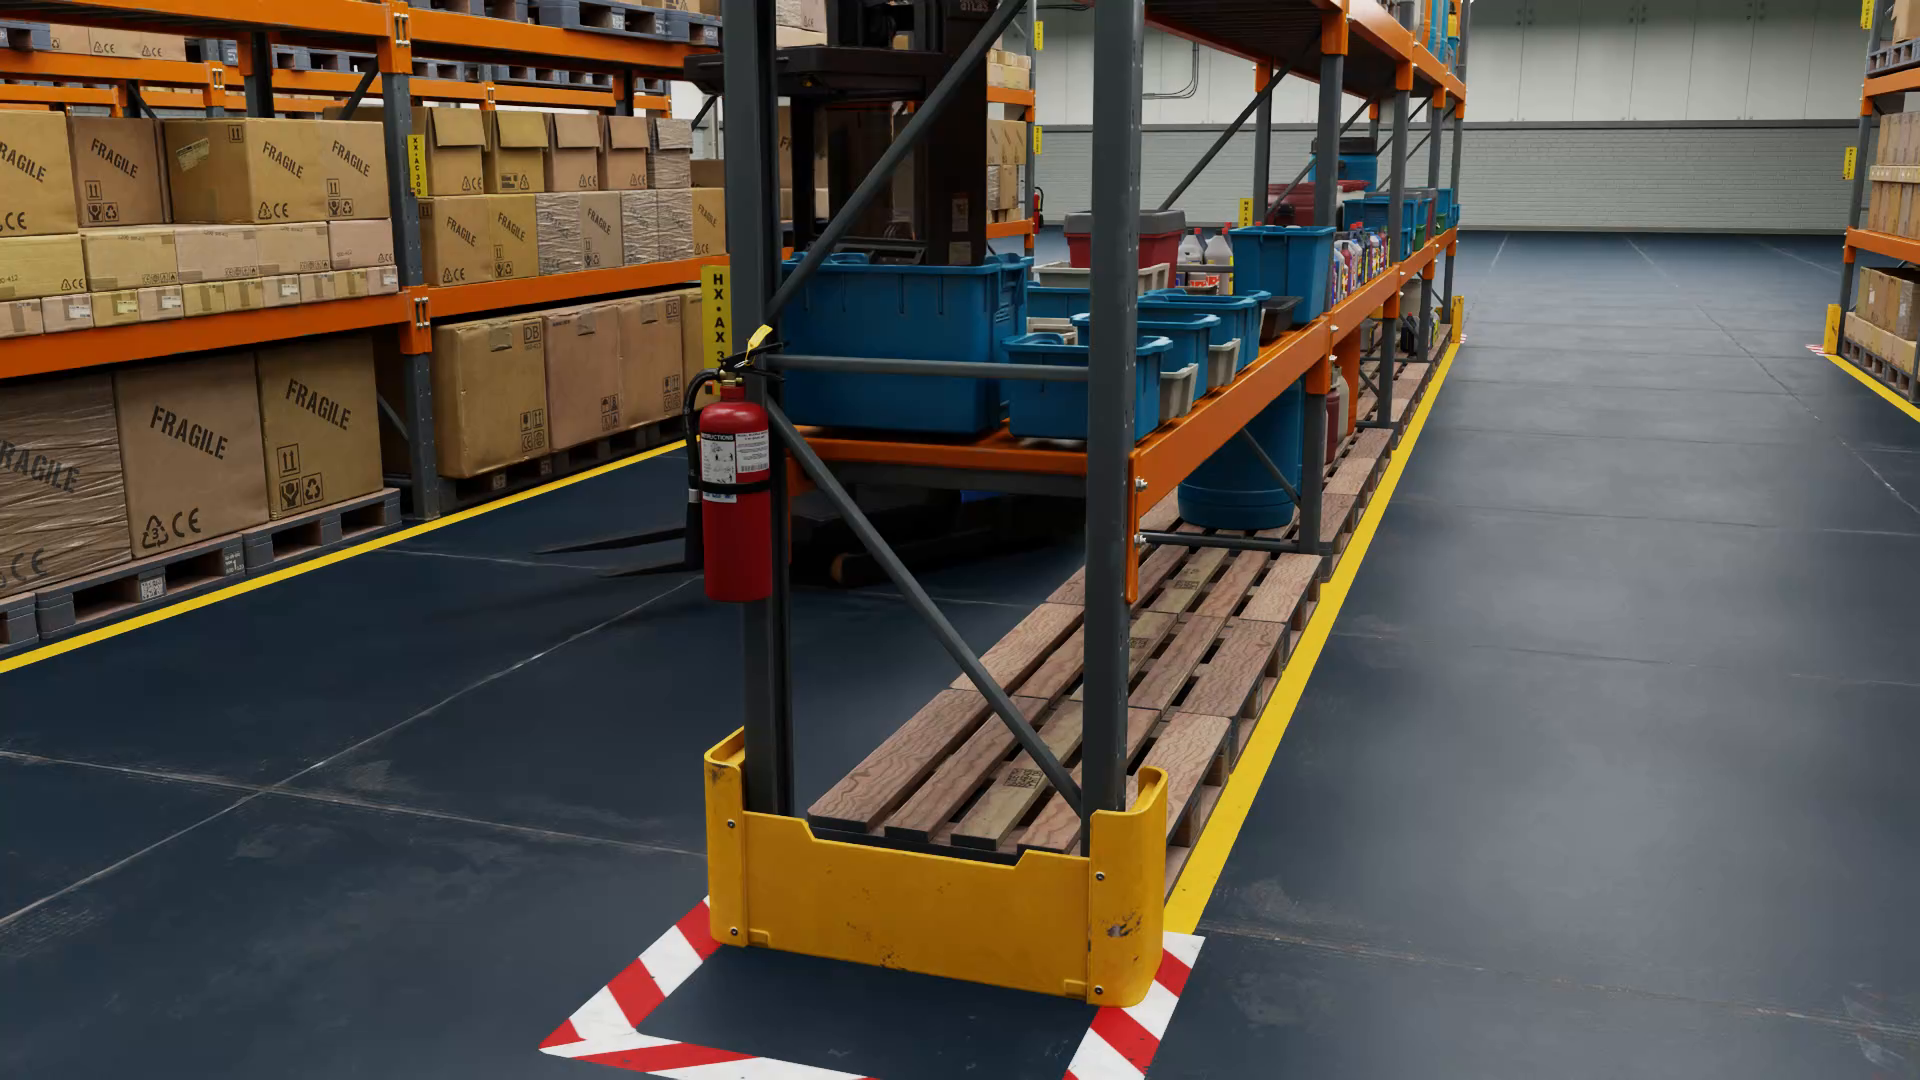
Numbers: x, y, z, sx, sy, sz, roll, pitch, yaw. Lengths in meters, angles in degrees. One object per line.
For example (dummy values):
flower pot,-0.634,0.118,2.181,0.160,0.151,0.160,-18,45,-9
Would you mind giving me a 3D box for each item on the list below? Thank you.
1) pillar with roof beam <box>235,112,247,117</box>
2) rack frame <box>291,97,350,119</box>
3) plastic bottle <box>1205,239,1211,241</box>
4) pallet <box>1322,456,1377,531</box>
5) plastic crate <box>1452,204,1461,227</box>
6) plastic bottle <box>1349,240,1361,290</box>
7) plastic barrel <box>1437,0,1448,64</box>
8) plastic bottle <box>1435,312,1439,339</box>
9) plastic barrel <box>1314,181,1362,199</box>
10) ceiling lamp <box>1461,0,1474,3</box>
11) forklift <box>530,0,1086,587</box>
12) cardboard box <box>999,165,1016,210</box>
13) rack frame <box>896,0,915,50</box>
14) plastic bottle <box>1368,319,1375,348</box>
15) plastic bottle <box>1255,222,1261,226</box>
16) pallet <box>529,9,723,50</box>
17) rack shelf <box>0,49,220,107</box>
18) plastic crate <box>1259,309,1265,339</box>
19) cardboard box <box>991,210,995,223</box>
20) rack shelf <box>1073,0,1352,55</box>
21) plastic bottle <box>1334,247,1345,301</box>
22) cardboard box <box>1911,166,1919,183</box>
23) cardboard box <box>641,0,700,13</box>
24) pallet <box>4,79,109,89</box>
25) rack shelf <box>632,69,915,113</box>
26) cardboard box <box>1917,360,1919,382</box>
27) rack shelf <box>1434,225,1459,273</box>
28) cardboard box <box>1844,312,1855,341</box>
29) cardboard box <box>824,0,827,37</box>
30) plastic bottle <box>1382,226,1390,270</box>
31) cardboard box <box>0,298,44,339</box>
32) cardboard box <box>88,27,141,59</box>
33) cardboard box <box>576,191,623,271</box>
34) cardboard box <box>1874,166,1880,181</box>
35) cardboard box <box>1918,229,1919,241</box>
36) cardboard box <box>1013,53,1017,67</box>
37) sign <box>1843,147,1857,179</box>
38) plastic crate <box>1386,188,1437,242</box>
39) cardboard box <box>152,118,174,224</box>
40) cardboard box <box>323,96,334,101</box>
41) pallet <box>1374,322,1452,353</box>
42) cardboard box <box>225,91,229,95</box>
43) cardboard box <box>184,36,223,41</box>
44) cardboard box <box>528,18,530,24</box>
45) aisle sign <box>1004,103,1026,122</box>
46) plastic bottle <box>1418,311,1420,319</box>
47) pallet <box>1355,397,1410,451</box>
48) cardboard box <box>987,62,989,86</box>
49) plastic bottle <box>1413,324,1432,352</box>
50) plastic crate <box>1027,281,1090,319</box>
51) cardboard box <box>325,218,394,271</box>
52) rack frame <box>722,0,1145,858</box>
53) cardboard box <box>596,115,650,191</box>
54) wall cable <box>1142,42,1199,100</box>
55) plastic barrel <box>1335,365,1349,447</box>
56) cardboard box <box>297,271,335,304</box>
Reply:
pillar with roof beam,-8.723,-9.002,28.203,9.100,9.000,0.400,4,14,18
rack frame,-8.962,-4.848,23.490,1.000,3.000,0.127,4,14,18
plastic bottle,1.366,-1.509,9.137,0.152,0.276,0.135,4,14,18
pallet,1.901,-0.309,9.869,1.003,0.211,1.213,4,14,18
plastic crate,5.223,-3.579,18.262,0.499,0.251,0.616,4,14,18
plastic bottle,2.167,-1.525,9.219,0.097,0.271,0.097,0,13,0
plastic barrel,3.848,-4.520,14.184,0.600,0.901,0.708,4,14,18
plastic bottle,4.815,-2.196,16.999,0.152,0.276,0.135,4,14,19
plastic barrel,3.053,-2.662,13.606,0.433,0.535,0.433,0,13,0
ceiling lamp,11.885,-15.015,41.430,2.000,3.185,0.800,4,14,18
forklift,-0.663,-1.332,8.236,3.031,2.935,1.130,-11,17,-41
cardboard box,0.163,-4.101,19.322,0.875,0.500,0.500,4,14,18
rack frame,-0.879,-6.218,16.006,1.000,3.000,0.127,4,14,18
plastic bottle,3.954,-2.014,16.204,0.152,0.276,0.135,4,14,18
plastic bottle,1.751,-1.694,9.780,0.144,0.351,0.185,4,14,18
pallet,-2.331,-3.682,12.060,1.213,0.211,1.003,5,14,21
rack shelf,-7.481,-3.520,12.543,1.077,0.370,4.000,4,14,18
plastic crate,0.940,-0.764,6.053,0.293,0.136,0.466,4,14,18
cardboard box,0.189,-3.728,19.143,0.380,0.149,0.250,4,14,18
rack shelf,0.572,-1.942,5.633,1.077,0.370,4.000,4,14,18
plastic bottle,1.911,-1.359,8.488,0.097,0.271,0.097,0,13,0
cardboard box,8.791,-3.284,14.951,0.380,0.149,0.250,5,14,20
cardboard box,-2.302,-4.034,12.006,0.797,0.503,0.637,5,14,22
pallet,-10.556,-5.255,18.951,1.213,0.211,1.003,4,14,18
rack shelf,-1.526,-3.983,14.575,1.077,0.370,4.000,4,14,18
cardboard box,8.128,-1.376,13.511,0.500,0.250,0.500,4,13,17
rack shelf,4.455,-3.007,17.036,1.077,0.370,4.000,4,14,18
cardboard box,9.403,-2.188,17.070,0.500,0.250,0.500,4,14,18
cardboard box,-1.429,-4.720,15.010,0.797,0.503,0.637,5,14,21
plastic bottle,2.786,-1.921,10.926,0.061,0.283,0.133,4,14,18
cardboard box,-4.004,-0.911,6.804,0.380,0.149,0.250,4,13,17
cardboard box,-6.928,-4.095,13.224,0.500,0.500,0.500,4,14,18
cardboard box,-2.596,-2.056,11.032,0.500,0.500,0.500,5,14,19
cardboard box,9.374,-3.663,16.613,0.380,0.149,0.250,4,13,17
cardboard box,8.795,-2.833,14.434,0.700,0.500,0.500,4,14,18
cardboard box,0.441,-5.526,19.157,0.380,0.149,0.250,4,13,16
sign,9.264,-3.923,17.311,0.100,0.325,0.005,4,14,18
plastic crate,3.940,-2.843,14.561,0.402,0.464,0.583,4,14,18
cardboard box,-4.031,-1.860,8.381,0.500,0.500,0.500,4,14,18
cardboard box,-8.813,-6.093,22.766,0.380,0.149,0.250,4,14,19
pallet,4.854,-2.229,18.279,1.003,0.211,1.213,4,14,18
cardboard box,-9.423,-5.659,20.866,0.380,0.149,0.250,4,13,17
cardboard box,-6.848,-4.573,14.898,0.380,0.166,0.250,4,14,18
cardboard box,-4.937,-5.813,18.577,0.380,0.149,0.250,4,14,18
aisle sign,0.719,-5.394,20.037,0.394,0.787,0.004,4,14,18
plastic bottle,4.714,-2.207,17.031,0.061,0.283,0.133,4,14,18
pallet,2.801,-0.895,12.434,1.003,0.211,1.213,4,14,18
cardboard box,0.009,-5.086,18.124,0.500,0.250,0.500,4,13,17
plastic bottle,4.404,-1.928,15.828,0.152,0.276,0.135,5,14,20
plastic crate,0.347,-0.808,6.029,0.416,0.233,0.300,4,14,18
cardboard box,-3.362,-1.568,8.787,0.500,0.250,0.500,4,13,17
rack frame,-0.075,-0.410,4.041,1.000,3.000,0.127,4,14,18
cardboard box,-2.639,-2.699,11.591,0.797,0.503,0.637,5,14,20
wall cable,6.151,-15.861,50.614,2.305,6.003,0.169,4,14,18
plastic barrel,2.273,-0.856,10.646,0.421,0.512,0.421,0,13,0
cardboard box,-3.422,-1.290,8.463,0.380,0.149,0.250,4,13,17
